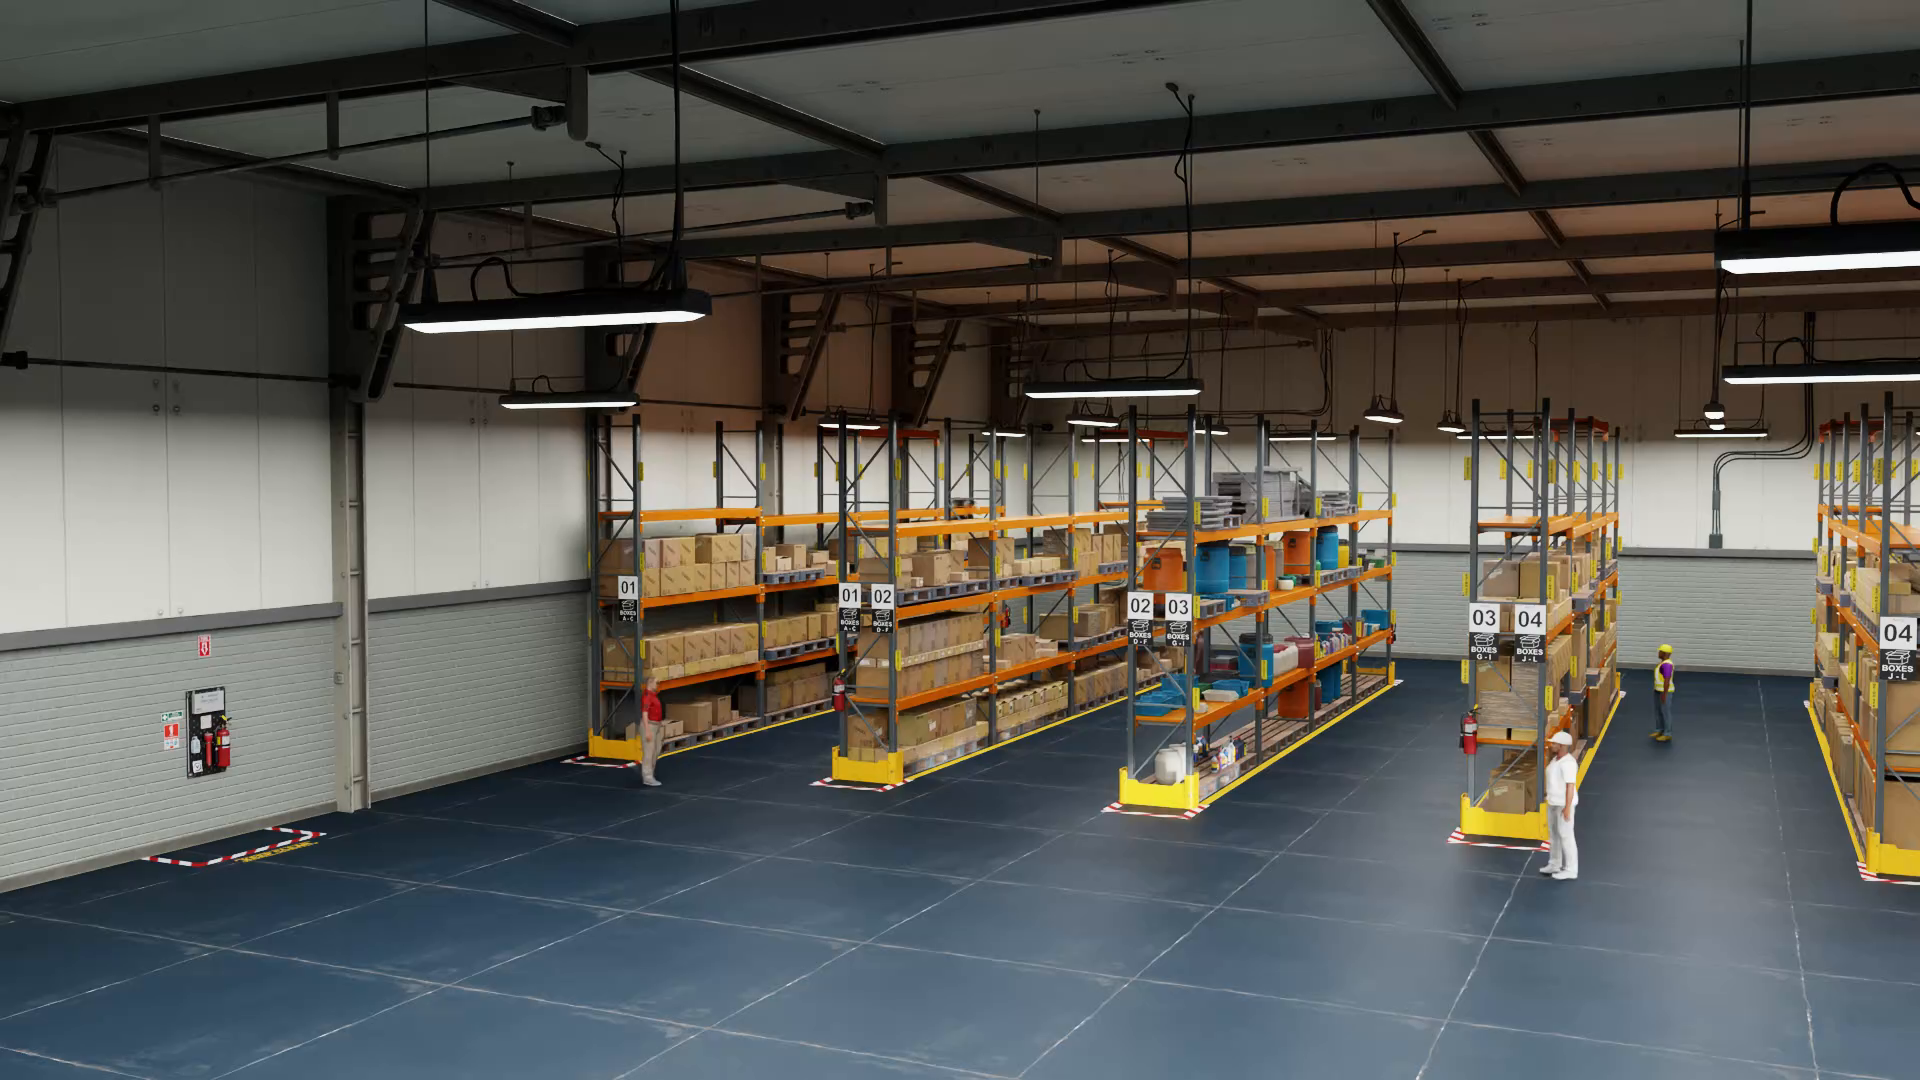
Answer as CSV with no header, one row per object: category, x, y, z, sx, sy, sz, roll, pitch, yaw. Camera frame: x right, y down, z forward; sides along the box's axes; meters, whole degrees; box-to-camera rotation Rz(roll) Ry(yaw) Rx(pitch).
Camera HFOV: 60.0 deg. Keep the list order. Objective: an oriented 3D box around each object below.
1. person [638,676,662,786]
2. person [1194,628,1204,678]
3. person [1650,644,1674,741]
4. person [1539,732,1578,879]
person,-4.955,3.089,26.675,0.387,1.819,0.642,0,2,1
person,4.990,2.684,34.861,0.476,1.799,0.662,0,2,2
person,13.136,2.833,31.043,0.408,1.772,0.613,0,2,2
person,7.402,3.258,20.559,0.416,1.771,0.622,0,2,-8
